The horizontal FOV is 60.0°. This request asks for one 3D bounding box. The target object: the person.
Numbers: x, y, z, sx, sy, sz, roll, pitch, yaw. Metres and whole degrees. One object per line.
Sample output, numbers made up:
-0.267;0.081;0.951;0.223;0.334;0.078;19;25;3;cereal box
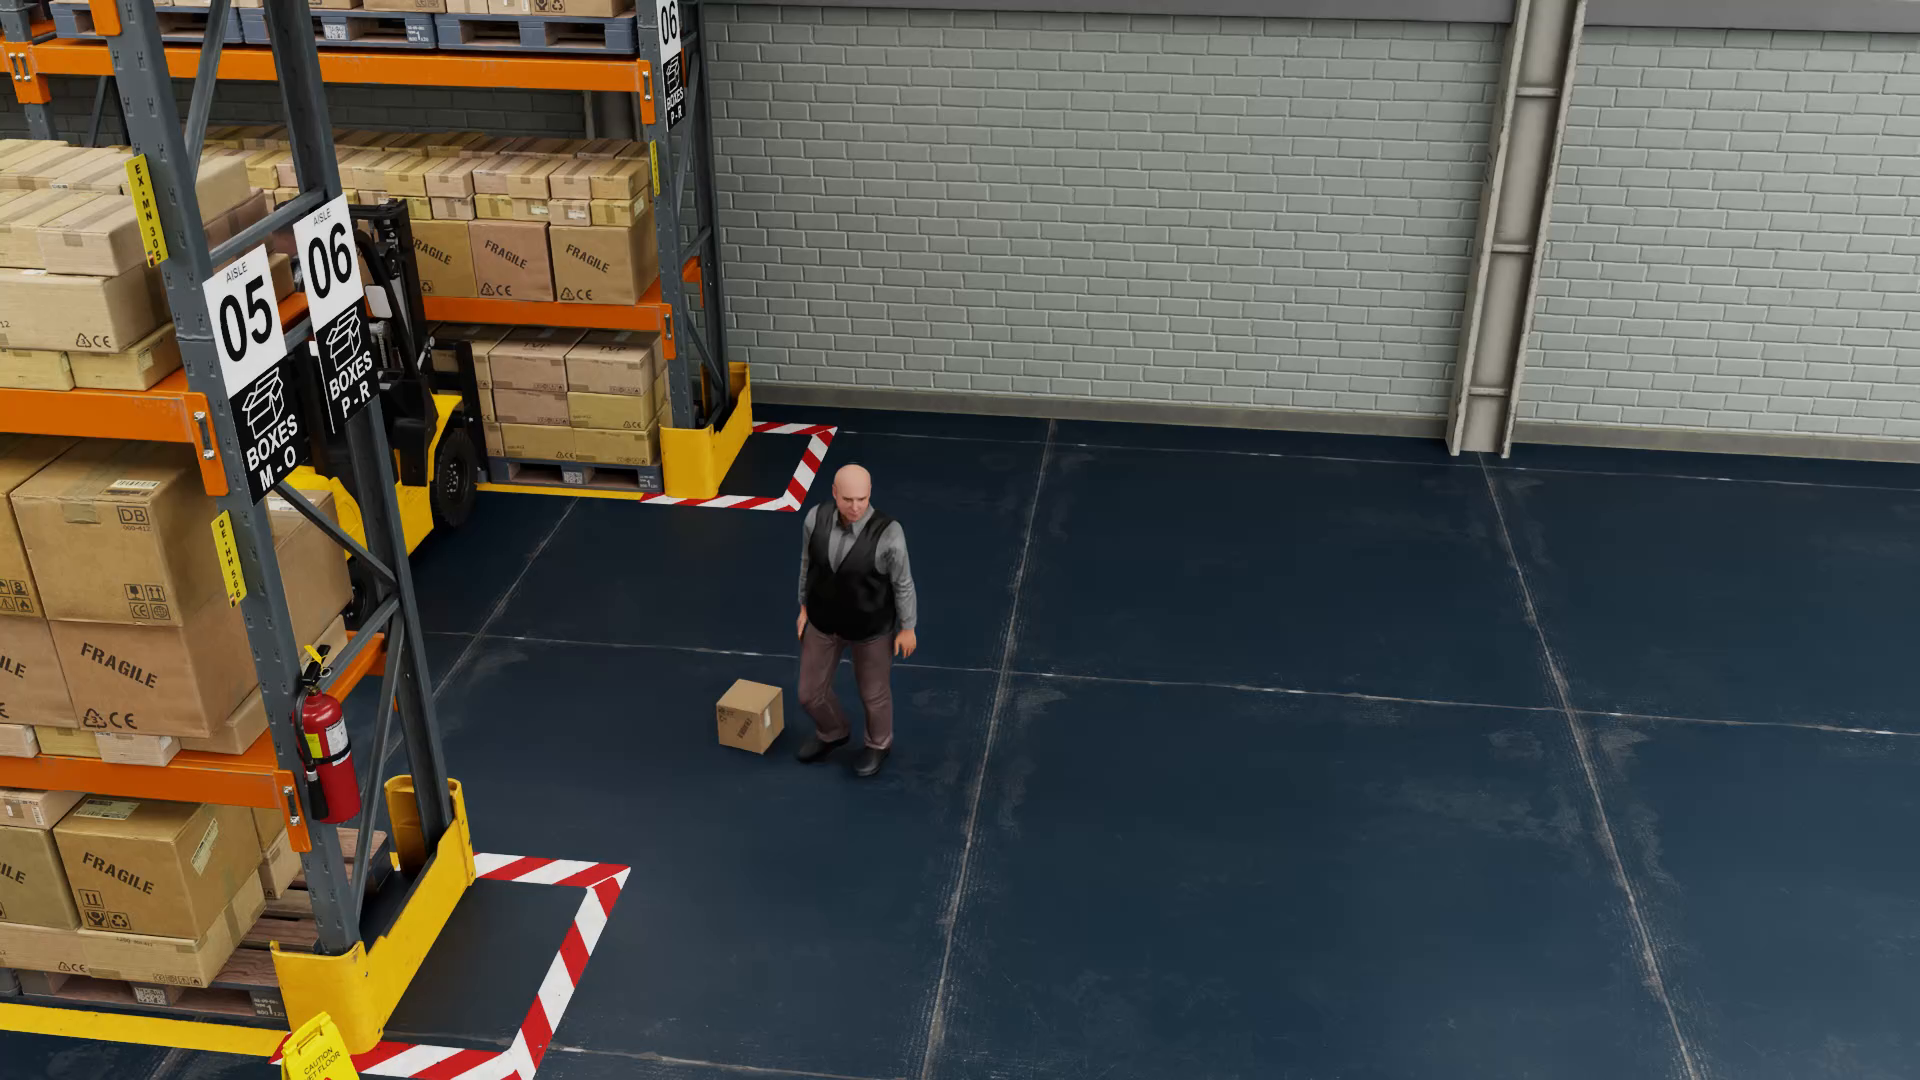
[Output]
-0.511;0.389;7.894;0.648;1.714;0.473;11;30;20;person
